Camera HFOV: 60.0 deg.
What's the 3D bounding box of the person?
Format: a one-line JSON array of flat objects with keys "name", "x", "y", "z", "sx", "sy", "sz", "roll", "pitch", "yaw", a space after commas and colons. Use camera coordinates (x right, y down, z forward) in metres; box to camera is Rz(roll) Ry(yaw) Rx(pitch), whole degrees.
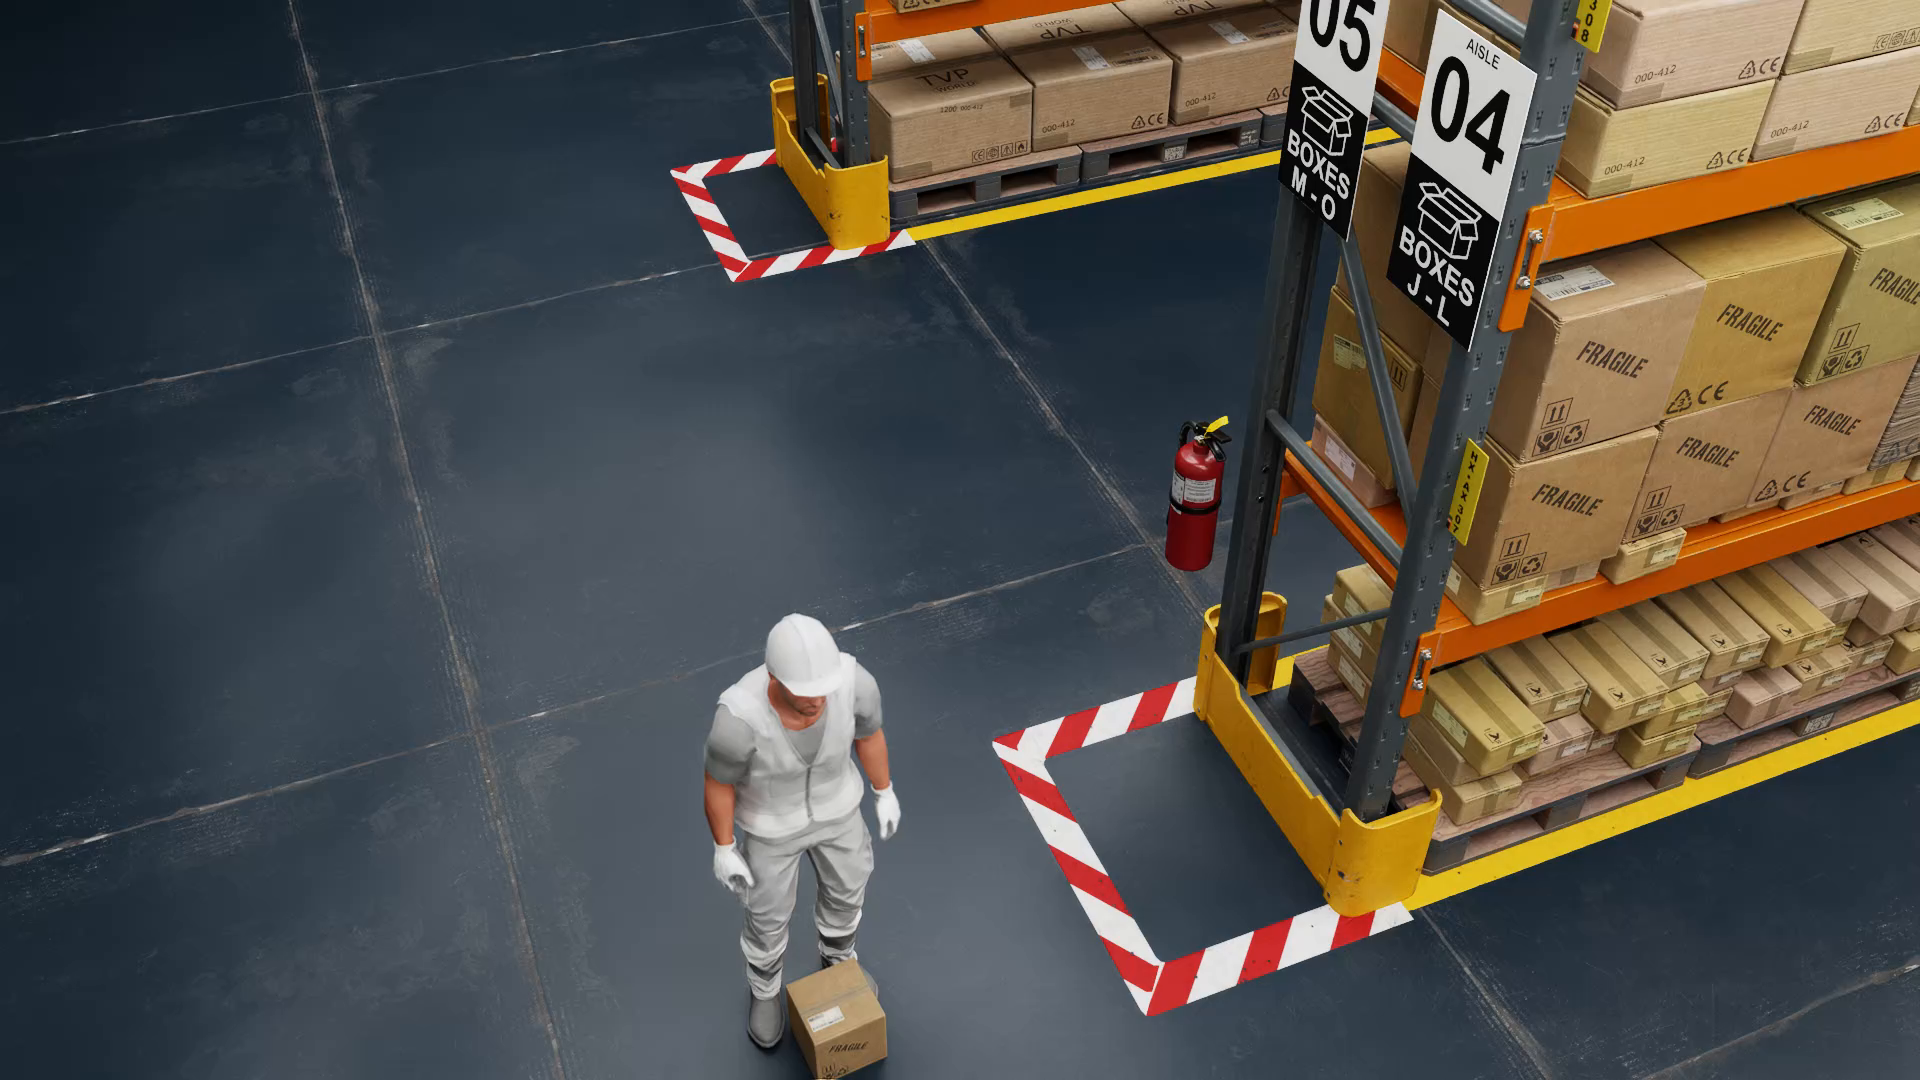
[{"name": "person", "x": -0.480, "y": 0.875, "z": 5.154, "sx": 0.623, "sy": 1.778, "sz": 0.446, "roll": -17, "pitch": 44, "yaw": -18}]
